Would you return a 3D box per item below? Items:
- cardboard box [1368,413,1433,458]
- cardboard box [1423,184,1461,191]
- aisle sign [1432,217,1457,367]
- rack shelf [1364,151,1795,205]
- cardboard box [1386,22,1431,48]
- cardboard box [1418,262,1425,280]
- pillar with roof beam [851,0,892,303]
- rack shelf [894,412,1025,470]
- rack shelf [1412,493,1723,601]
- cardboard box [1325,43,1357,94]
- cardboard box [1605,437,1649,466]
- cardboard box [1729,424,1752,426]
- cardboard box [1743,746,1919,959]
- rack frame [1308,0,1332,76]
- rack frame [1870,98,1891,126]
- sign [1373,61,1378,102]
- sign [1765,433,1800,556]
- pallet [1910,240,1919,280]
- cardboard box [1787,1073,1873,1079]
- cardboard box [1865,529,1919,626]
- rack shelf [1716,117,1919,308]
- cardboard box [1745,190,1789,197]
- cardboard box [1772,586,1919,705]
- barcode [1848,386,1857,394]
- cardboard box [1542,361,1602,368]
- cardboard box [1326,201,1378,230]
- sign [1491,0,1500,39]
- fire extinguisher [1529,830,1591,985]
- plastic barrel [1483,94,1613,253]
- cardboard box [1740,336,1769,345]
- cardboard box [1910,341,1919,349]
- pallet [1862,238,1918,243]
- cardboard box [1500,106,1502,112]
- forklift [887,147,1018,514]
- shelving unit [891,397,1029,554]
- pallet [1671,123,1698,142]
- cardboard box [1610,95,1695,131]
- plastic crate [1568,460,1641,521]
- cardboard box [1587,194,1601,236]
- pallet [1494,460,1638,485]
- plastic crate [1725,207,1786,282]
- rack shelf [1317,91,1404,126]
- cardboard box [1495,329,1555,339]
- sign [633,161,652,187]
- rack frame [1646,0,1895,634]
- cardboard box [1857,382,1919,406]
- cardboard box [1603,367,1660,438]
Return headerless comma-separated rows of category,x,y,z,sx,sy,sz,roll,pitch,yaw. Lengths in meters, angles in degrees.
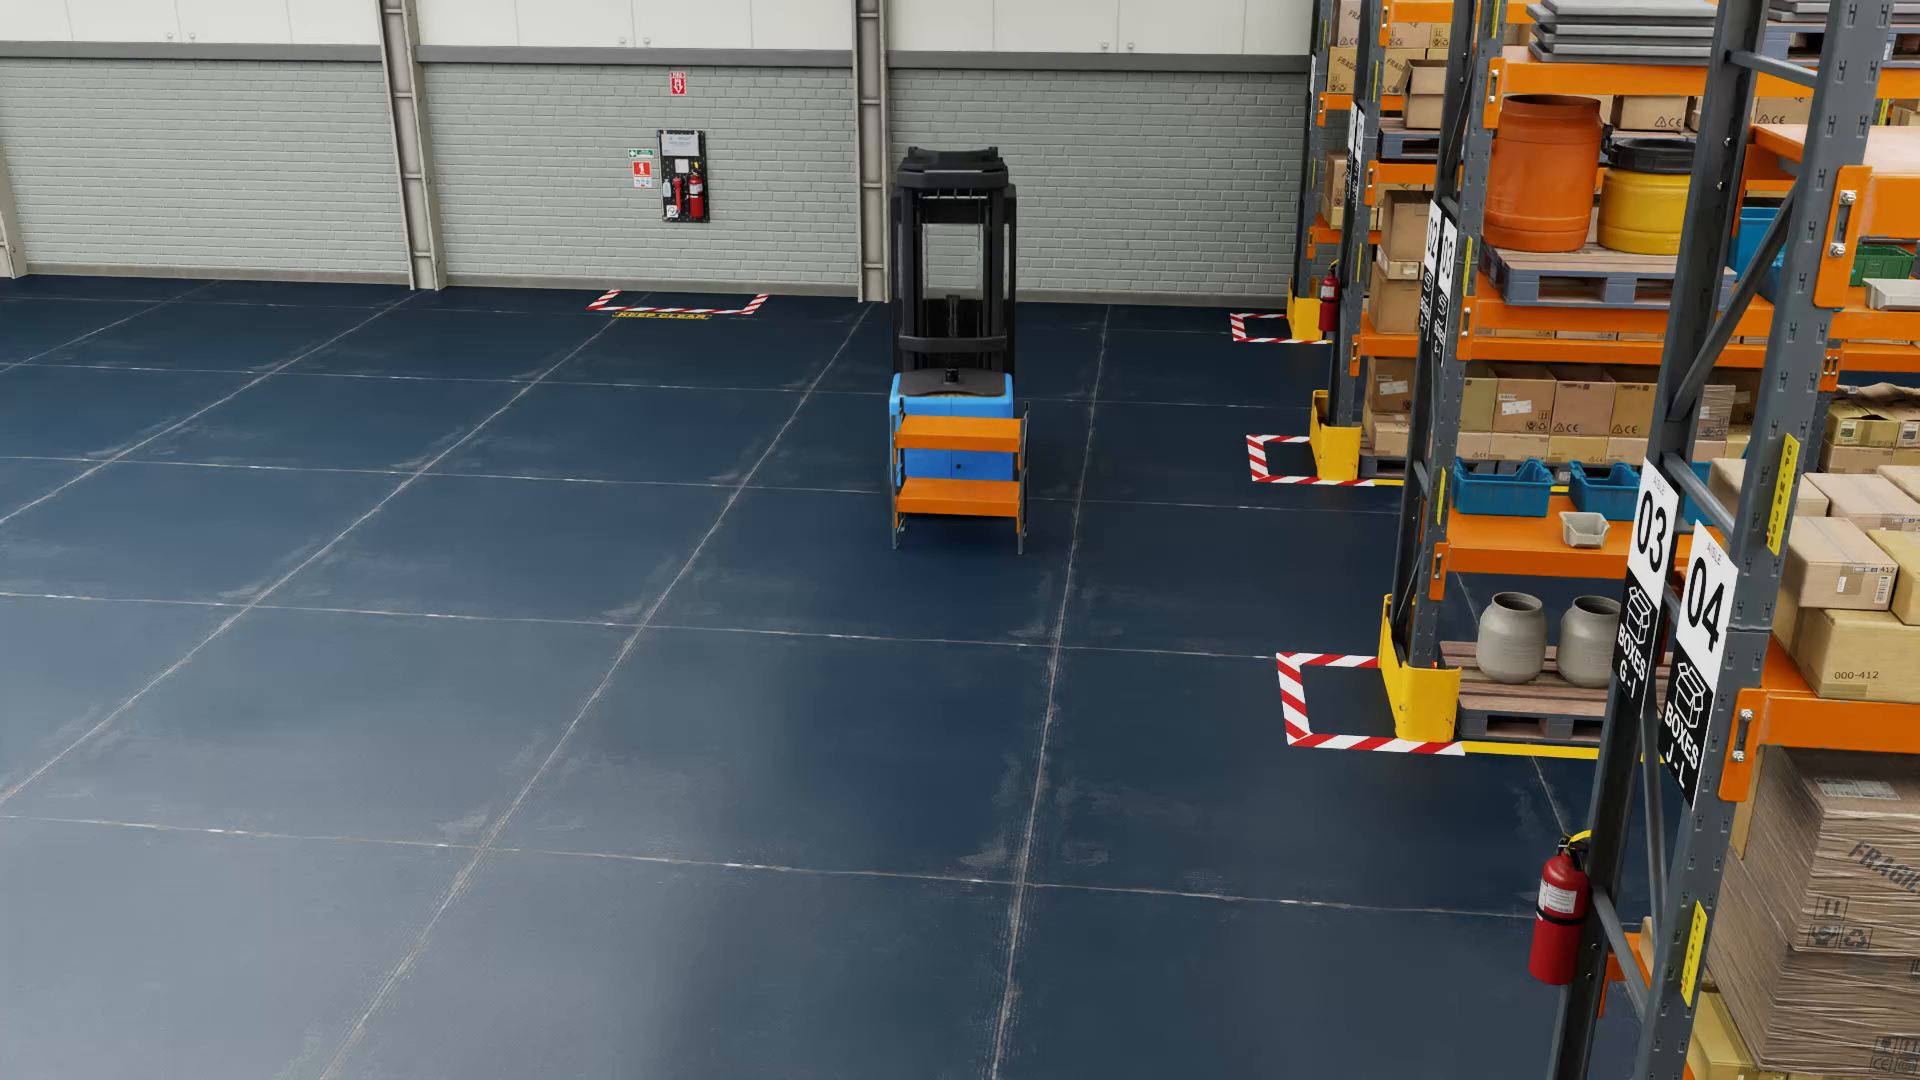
cardboard box,3.997,-0.951,15.094,0.500,0.250,0.500,2,22,6
cardboard box,5.511,-4.056,18.935,0.500,0.500,0.500,2,22,5
aisle sign,2.798,-1.435,9.615,0.004,0.787,0.394,2,22,6
rack shelf,5.477,-3.113,14.291,4.000,0.370,1.077,2,22,6
cardboard box,4.916,-5.718,18.379,0.500,0.500,0.500,2,22,6
cardboard box,4.118,-2.381,14.524,0.250,0.149,0.380,2,22,5
pillar with roof beam,-1.598,-5.711,15.805,0.400,9.000,9.100,2,22,6
rack shelf,0.007,-0.795,13.284,1.000,0.278,0.538,2,22,6
rack shelf,4.890,0.091,10.269,4.000,0.370,1.077,2,22,6
cardboard box,4.373,-5.292,18.663,0.500,0.500,0.500,3,22,8
cardboard box,5.983,-0.864,14.874,0.500,0.250,0.500,2,22,6
cardboard box,7.038,-1.013,15.251,0.500,0.250,0.500,2,22,6
cardboard box,2.835,0.951,5.213,0.500,0.500,0.500,2,22,6
rack frame,4.070,-6.737,18.402,0.127,3.000,1.000,2,22,6
rack frame,7.463,-4.756,13.389,0.127,3.000,1.000,2,22,6
sign,3.419,-3.775,13.691,0.005,0.325,0.100,2,22,6
sign,2.257,-0.125,4.568,0.005,0.325,0.100,2,22,6
pallet,6.148,-1.460,9.390,1.003,0.211,1.213,2,22,6
cardboard box,2.822,1.712,5.531,0.250,0.149,0.380,2,22,6
cardboard box,2.813,0.110,4.823,0.250,0.149,0.380,3,22,7
rack shelf,4.307,-0.889,4.592,4.000,0.370,1.077,2,22,6
cardboard box,9.098,-3.964,18.812,0.500,0.500,0.700,5,22,12
cardboard box,2.769,0.268,4.966,0.500,0.250,0.500,3,22,8
barcode,7.667,-1.291,14.281,0.075,0.075,0.001,2,22,6
cardboard box,5.549,-1.429,15.284,0.500,0.500,0.500,2,22,6
cardboard box,4.517,-3.750,19.182,0.500,0.250,0.500,2,22,5
sign,2.835,-2.822,8.783,0.005,0.325,0.100,2,22,6
fire extinguisher,2.262,1.341,6.234,0.183,0.674,0.296,2,22,6
plastic barrel,3.402,-2.146,9.712,0.708,0.830,0.600,2,22,6
cardboard box,7.022,-2.029,14.516,0.500,0.500,0.700,2,22,5
cardboard box,8.319,-1.736,14.252,0.250,0.149,0.380,2,22,6
pallet,10.044,-3.583,18.843,1.213,0.211,1.003,2,22,6
cardboard box,4.638,-3.562,14.030,0.250,0.149,0.380,2,22,6
forklift,-0.053,-2.067,14.840,1.130,2.935,3.031,0,22,1
shelving unit,0.007,-0.523,13.392,1.048,1.125,0.538,2,22,6
pallet,6.613,-3.347,14.026,1.213,0.211,1.003,2,22,6
cardboard box,5.842,-3.786,14.115,0.637,0.503,0.797,5,22,12
plastic crate,4.081,-0.319,10.528,0.408,0.251,0.499,2,22,6
cardboard box,5.526,-2.697,14.442,0.500,0.500,0.700,3,22,6
pallet,5.463,-0.770,15.261,1.213,0.211,1.003,2,22,6
plastic crate,4.833,-1.745,9.876,0.575,0.384,0.392,2,22,6
rack shelf,6.056,-4.921,18.866,4.000,0.370,1.077,2,22,6
cardboard box,4.967,-2.116,14.735,0.500,0.500,0.700,3,22,7
sign,-4.078,-4.692,21.338,0.234,0.329,0.001,2,22,6
rack frame,2.321,-1.312,4.678,0.127,3.000,1.000,2,22,6
cardboard box,8.416,-1.210,14.986,0.500,0.311,0.500,3,22,8
cardboard box,5.985,-1.217,14.748,0.500,0.500,0.500,2,22,6
